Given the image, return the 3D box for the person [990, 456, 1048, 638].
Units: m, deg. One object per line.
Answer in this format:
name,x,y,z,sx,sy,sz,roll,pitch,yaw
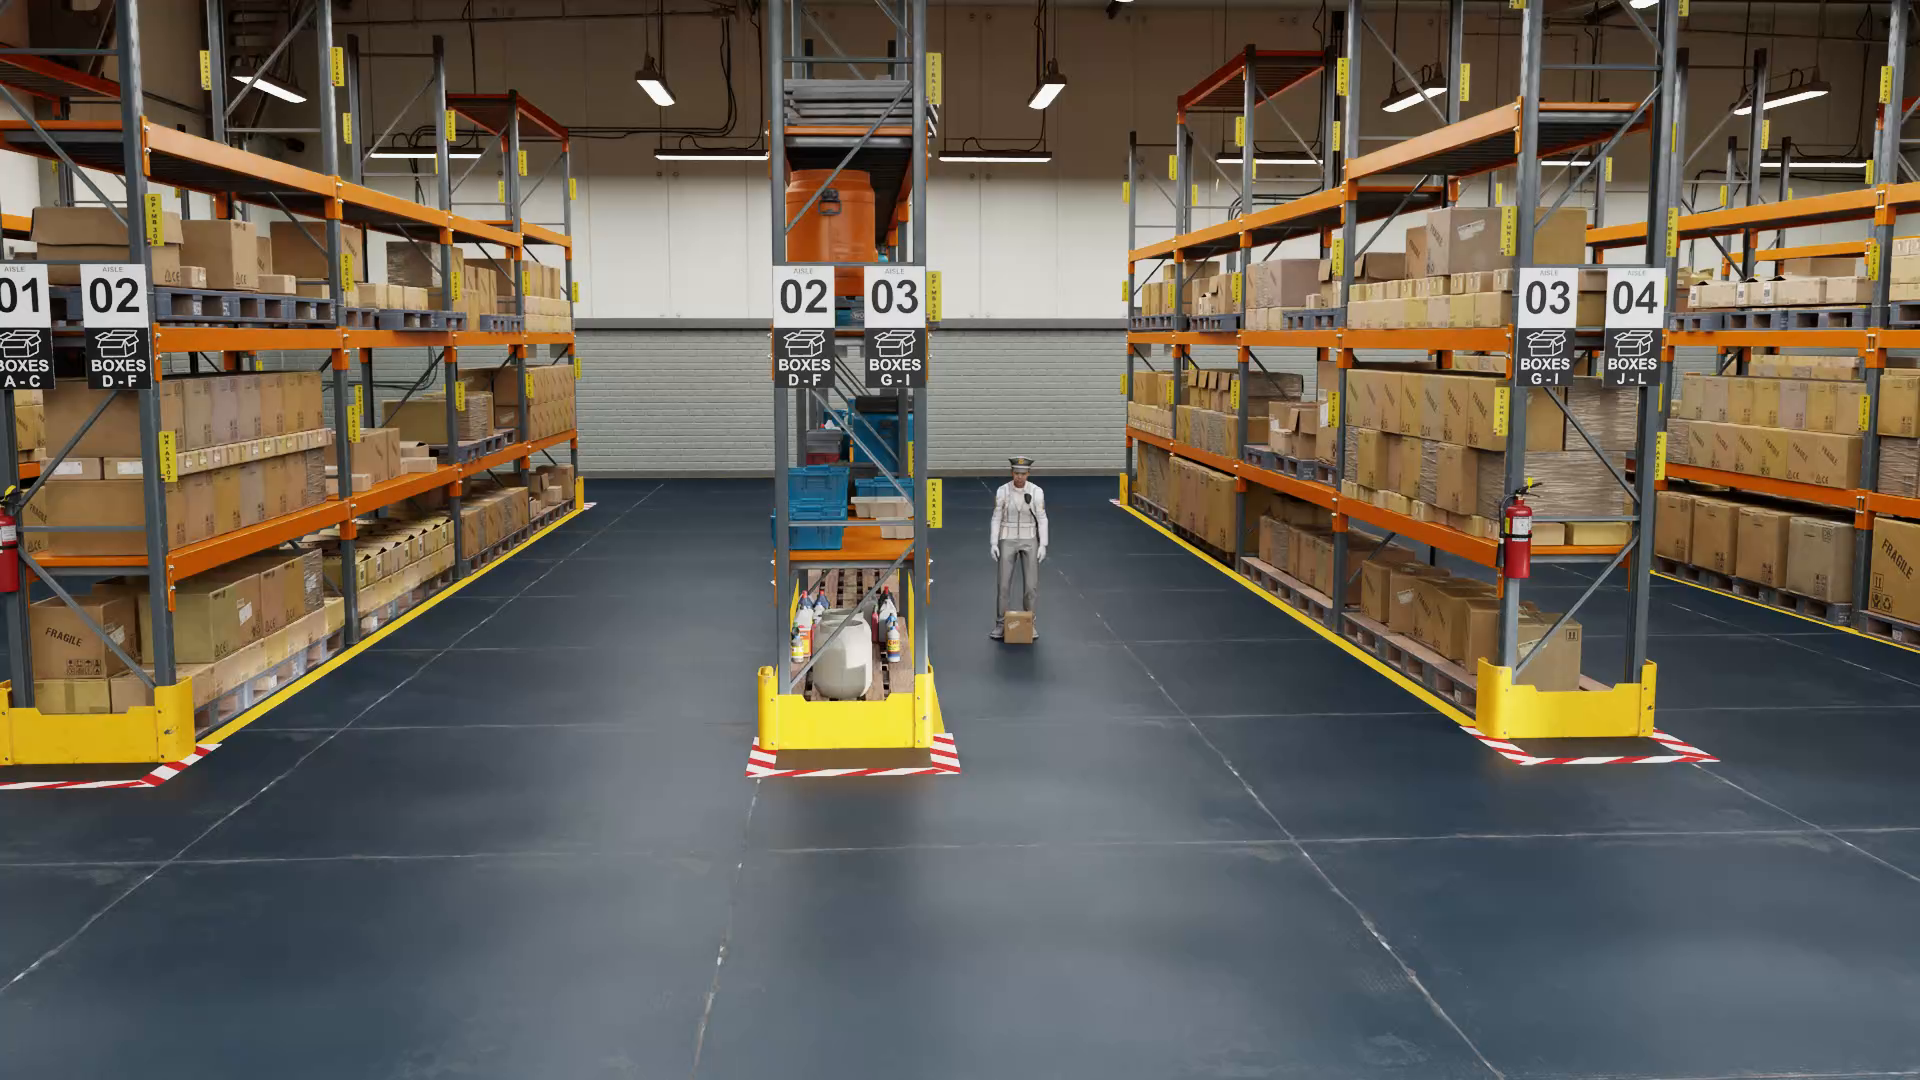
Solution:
person,0.540,0.060,15.242,0.529,1.663,0.373,1,7,5
